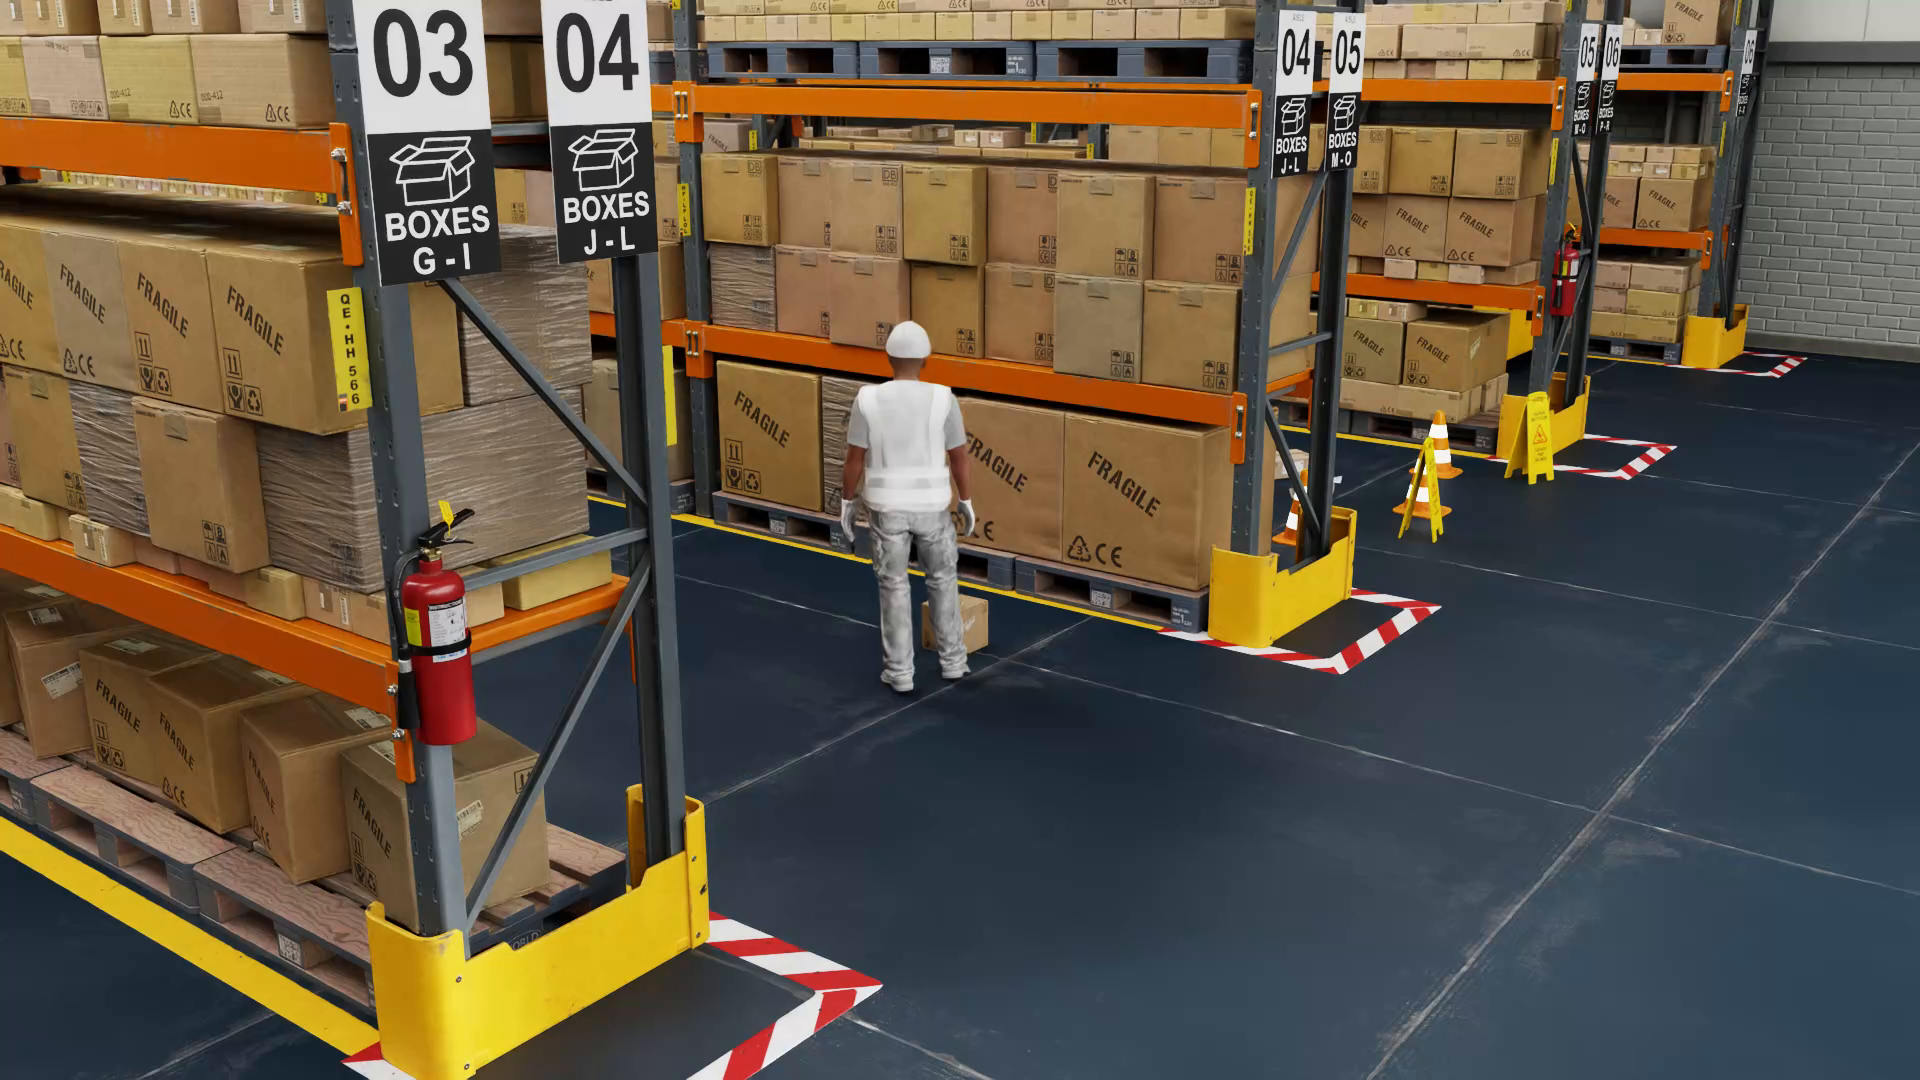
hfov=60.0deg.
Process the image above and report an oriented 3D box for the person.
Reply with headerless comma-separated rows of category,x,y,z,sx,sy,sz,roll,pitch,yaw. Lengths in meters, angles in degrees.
person,-0.253,-0.156,8.043,0.650,1.810,0.438,-1,16,-5
